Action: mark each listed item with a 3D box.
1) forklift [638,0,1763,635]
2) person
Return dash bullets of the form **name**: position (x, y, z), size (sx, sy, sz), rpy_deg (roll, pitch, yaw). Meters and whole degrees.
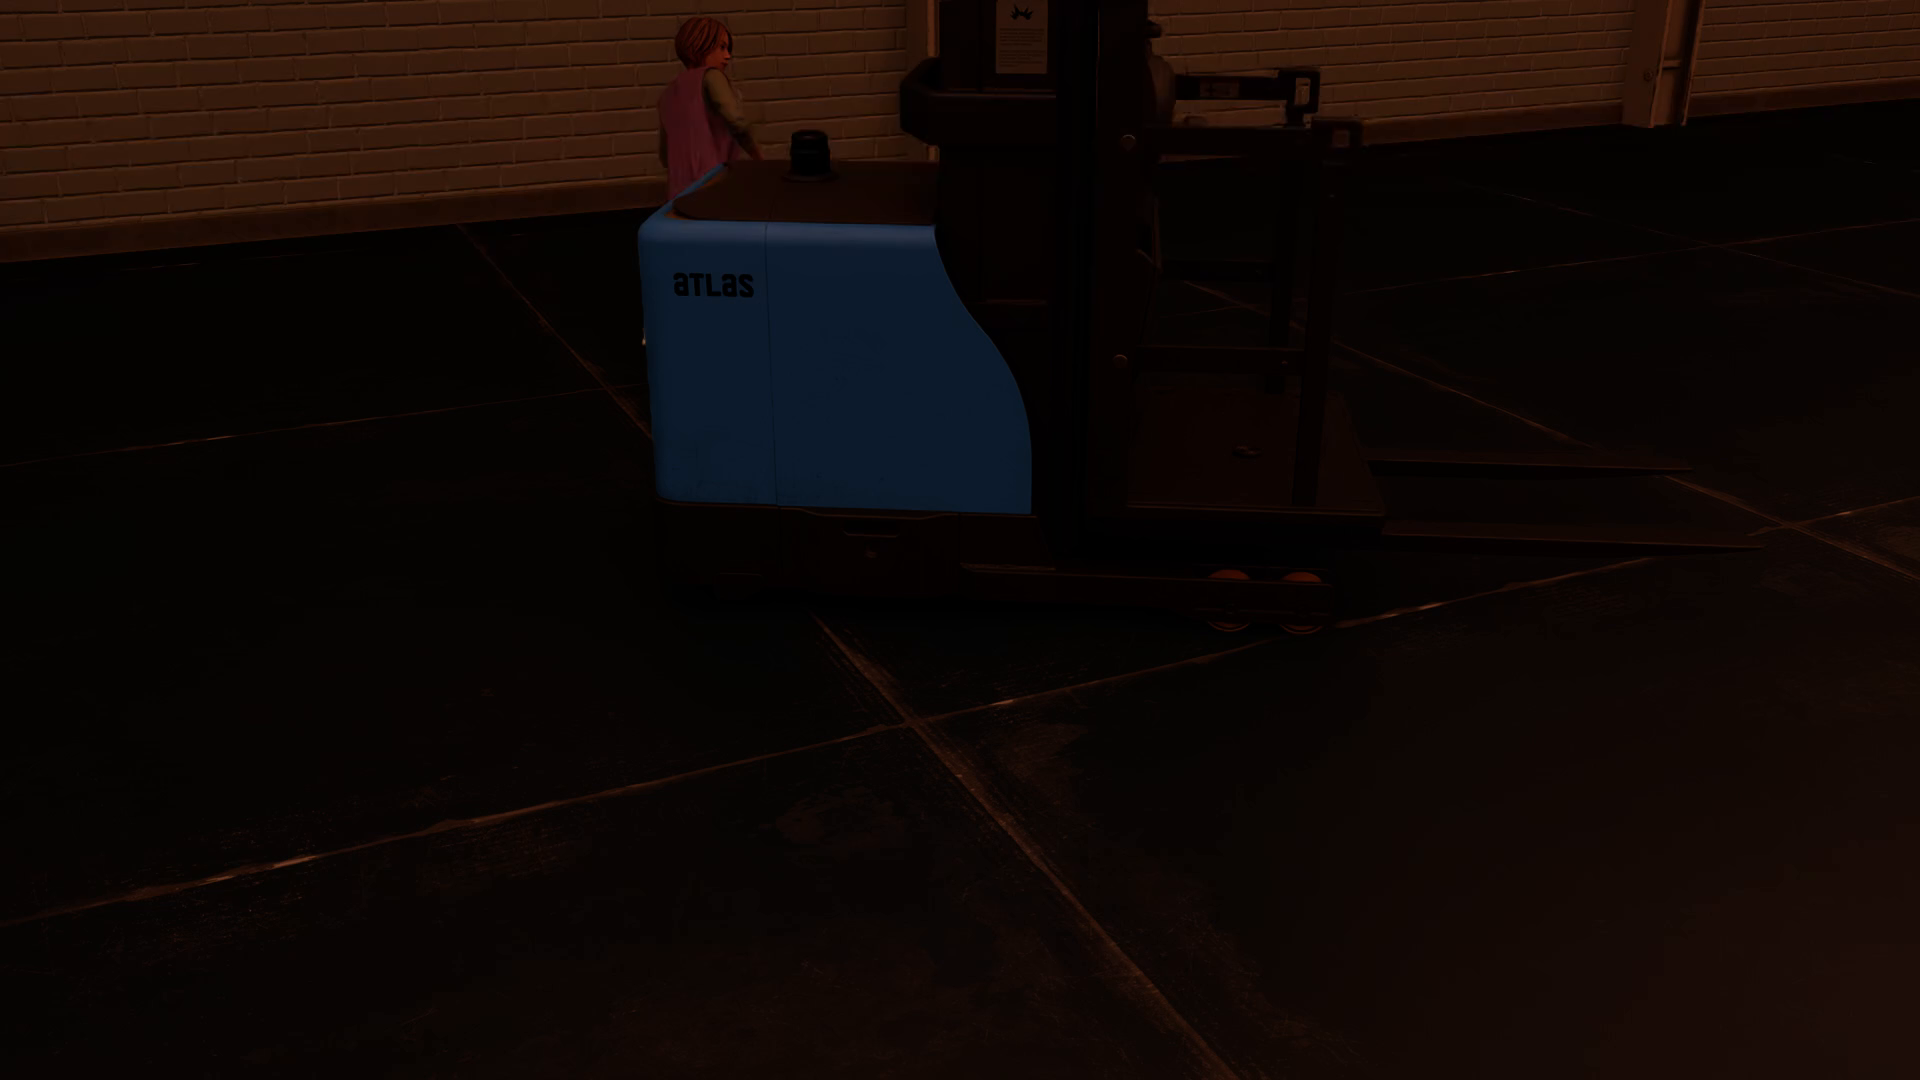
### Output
- **forklift**: position (0.691, -1.312, 4.444), size (3.031, 2.935, 1.130), rpy_deg (2, 23, 5)
- **person**: position (-0.988, -1.405, 6.783), size (0.722, 1.384, 0.603), rpy_deg (12, 26, 27)
